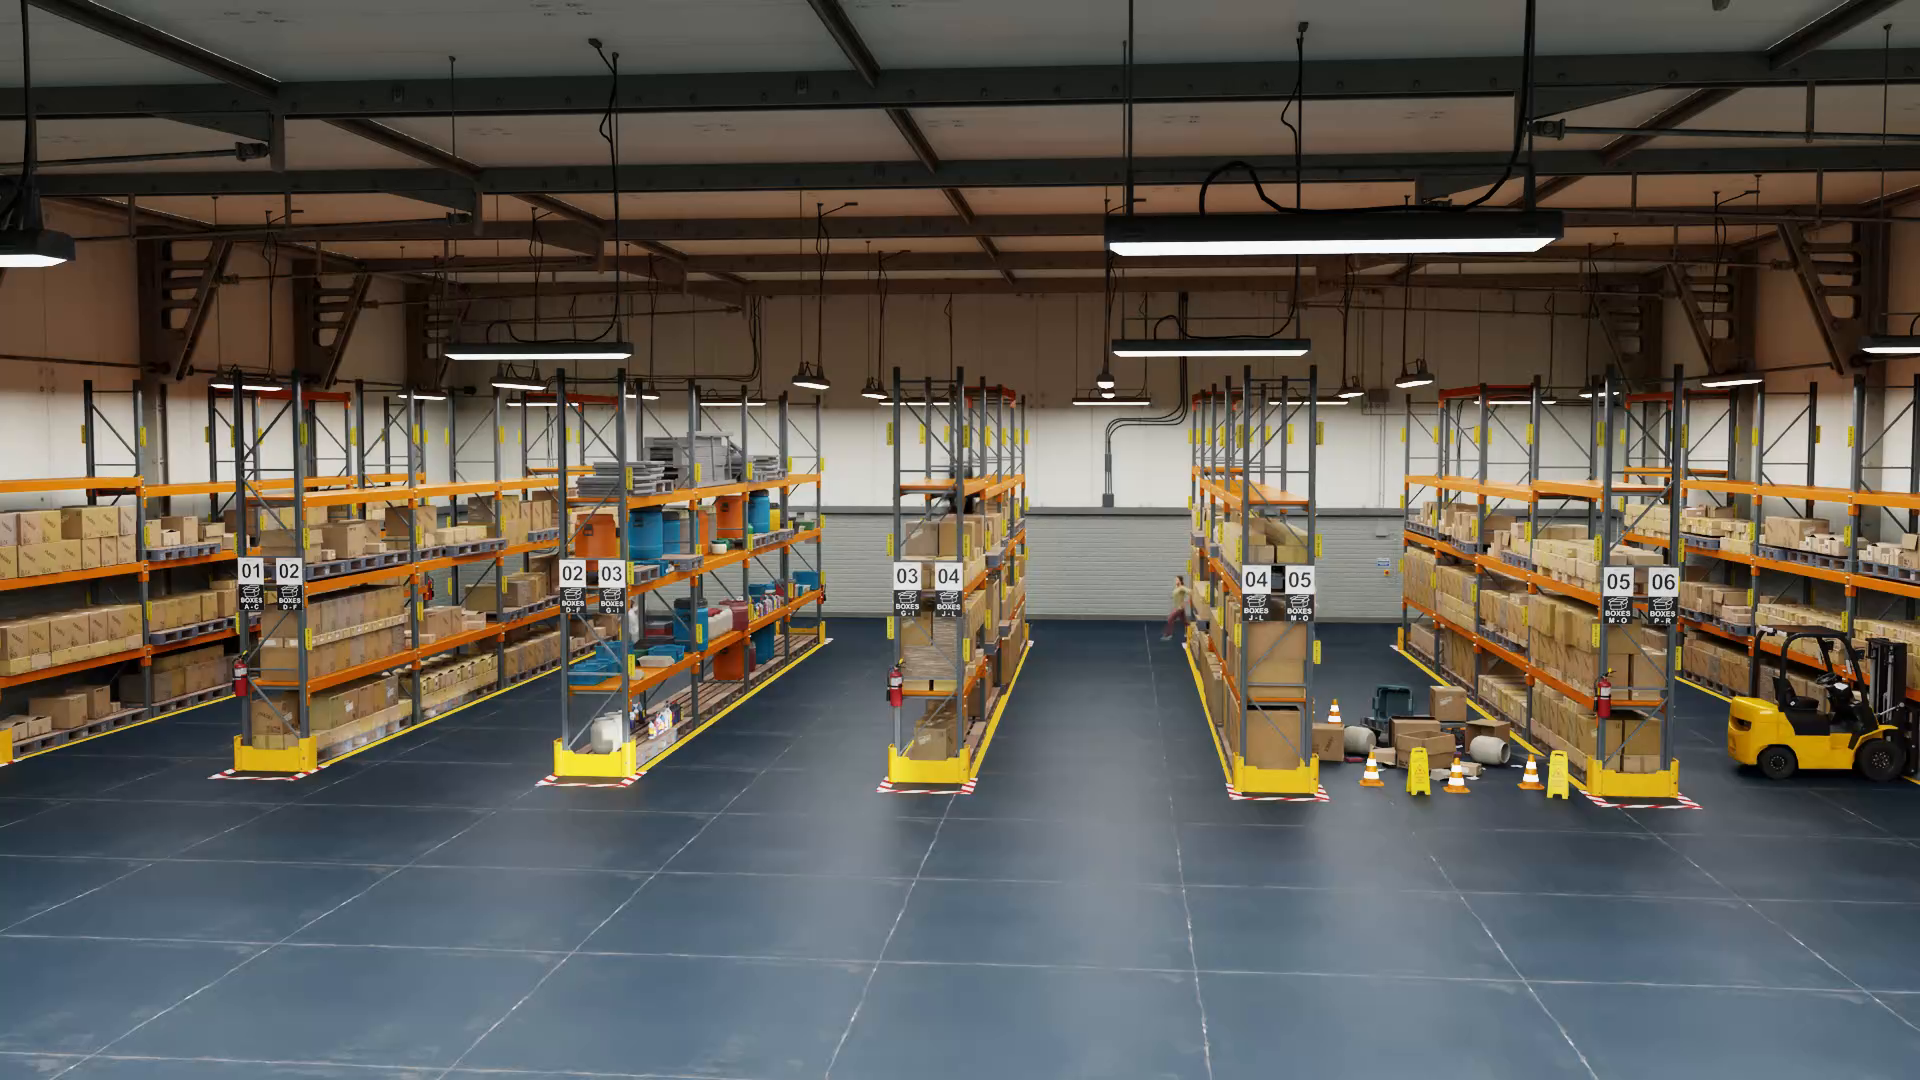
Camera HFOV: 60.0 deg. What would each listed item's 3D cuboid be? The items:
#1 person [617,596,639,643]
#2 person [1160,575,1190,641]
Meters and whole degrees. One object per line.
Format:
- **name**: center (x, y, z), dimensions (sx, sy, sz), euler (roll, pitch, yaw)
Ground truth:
- **person**: center (-6.927, 2.001, 34.995), dimensions (0.579, 1.696, 0.859), euler (0, 4, -6)
- **person**: center (5.385, 1.670, 40.713), dimensions (0.888, 1.651, 0.703), euler (0, 4, -6)
